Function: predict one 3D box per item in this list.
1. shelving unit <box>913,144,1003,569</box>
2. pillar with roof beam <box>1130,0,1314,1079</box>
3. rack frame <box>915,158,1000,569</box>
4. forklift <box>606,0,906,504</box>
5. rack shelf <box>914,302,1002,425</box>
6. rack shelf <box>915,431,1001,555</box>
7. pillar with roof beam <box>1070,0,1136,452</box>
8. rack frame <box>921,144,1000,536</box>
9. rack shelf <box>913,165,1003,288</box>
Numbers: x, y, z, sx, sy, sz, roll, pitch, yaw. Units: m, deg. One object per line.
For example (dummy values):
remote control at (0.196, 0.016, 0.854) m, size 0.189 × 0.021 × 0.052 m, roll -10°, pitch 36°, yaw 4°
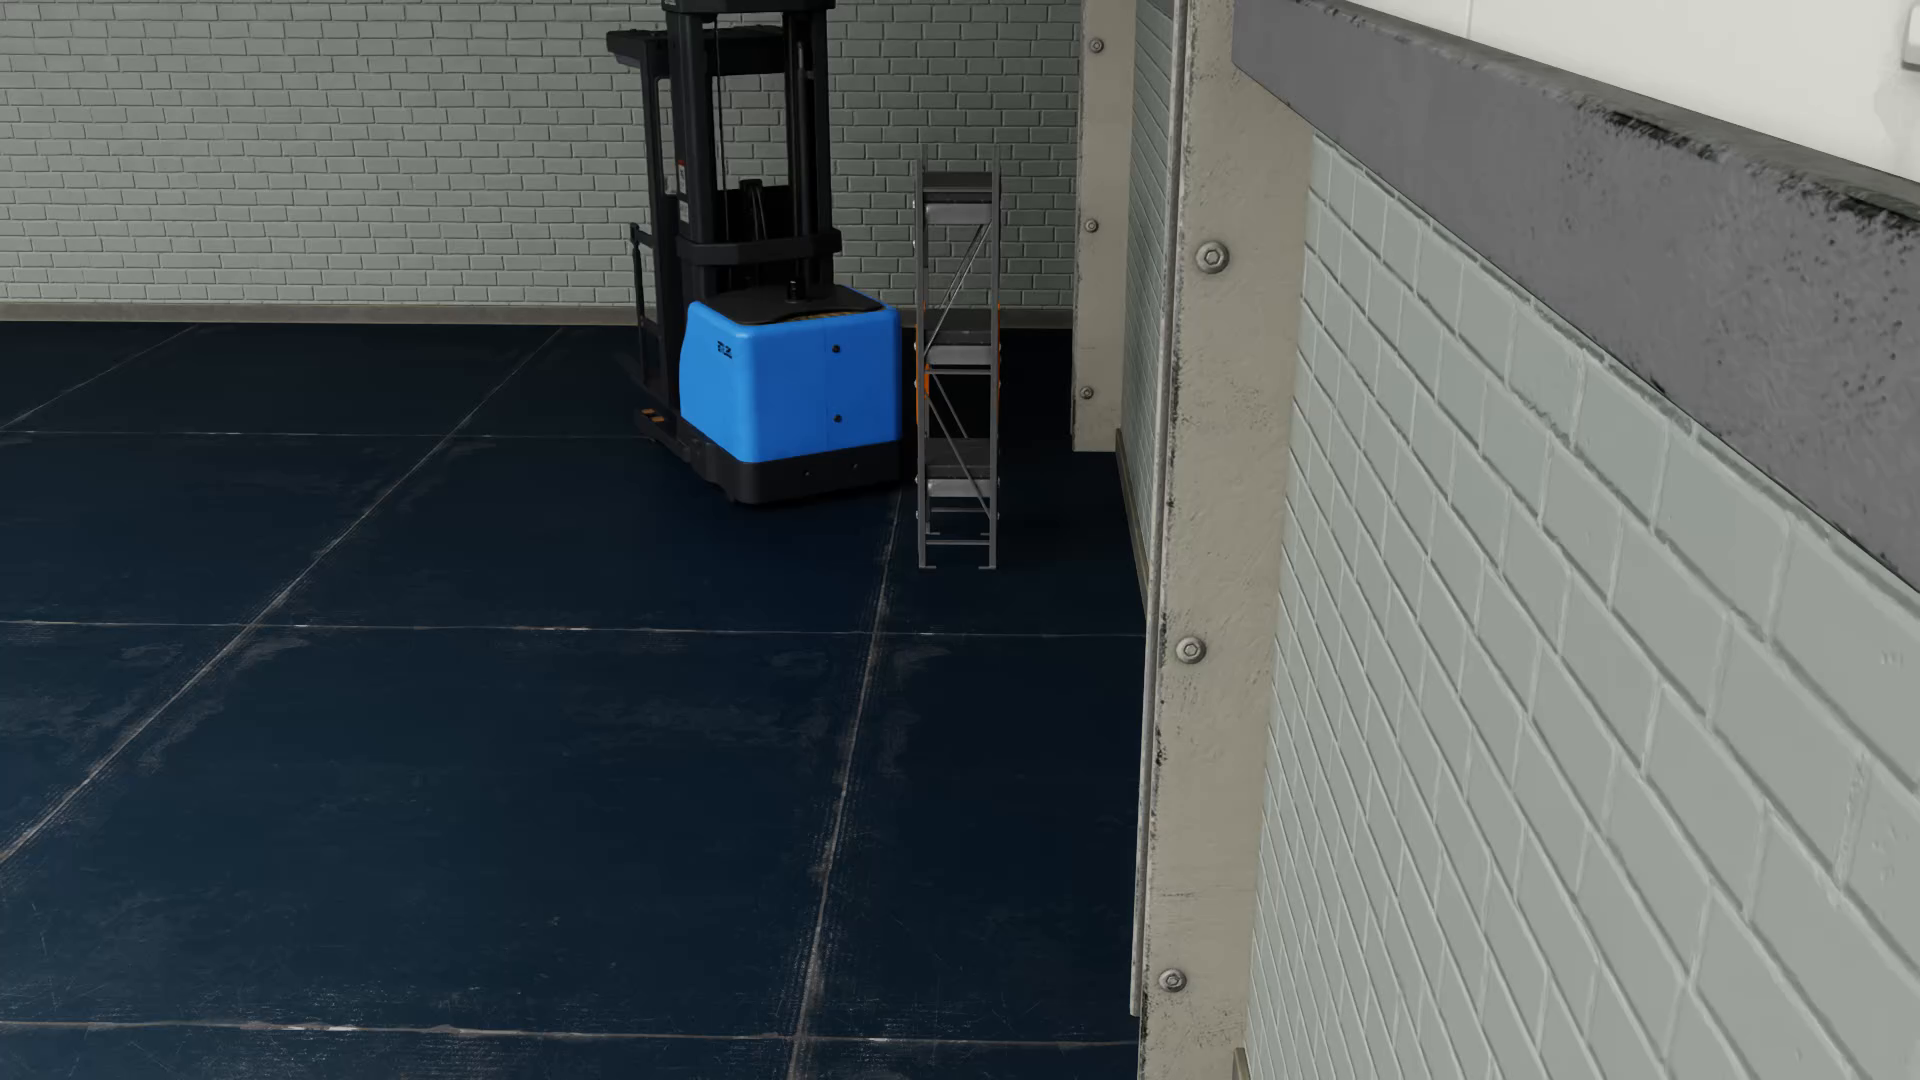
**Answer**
shelving unit at (-0.005, -0.919, 8.495) m, size 0.431 × 2.100 × 0.503 m, roll 1°, pitch 21°, yaw 2°
pillar with roof beam at (-3.619, -2.703, 3.556) m, size 9.100 × 9.000 × 0.400 m, roll 1°, pitch 21°, yaw 2°
rack frame at (-0.012, -0.831, 8.267) m, size 0.400 × 2.100 × 0.015 m, roll 1°, pitch 21°, yaw 2°
forklift at (-1.459, -2.060, 10.285) m, size 1.130 × 2.935 × 3.031 m, roll -11°, pitch 24°, yaw -26°
rack shelf at (-0.005, -0.906, 8.500) m, size 0.431 × 0.518 × 0.480 m, roll 1°, pitch 21°, yaw 2°
rack shelf at (-0.005, -0.254, 8.753) m, size 0.431 × 0.518 × 0.480 m, roll 1°, pitch 21°, yaw 2°
pillar with roof beam at (-3.436, -4.873, 9.147) m, size 9.100 × 9.000 × 0.400 m, roll 1°, pitch 21°, yaw 2°
rack frame at (0.002, -1.007, 8.722) m, size 0.400 × 2.100 × 0.015 m, roll 1°, pitch 21°, yaw 2°
rack shelf at (-0.005, -1.559, 8.247) m, size 0.431 × 0.518 × 0.480 m, roll 1°, pitch 21°, yaw 2°
